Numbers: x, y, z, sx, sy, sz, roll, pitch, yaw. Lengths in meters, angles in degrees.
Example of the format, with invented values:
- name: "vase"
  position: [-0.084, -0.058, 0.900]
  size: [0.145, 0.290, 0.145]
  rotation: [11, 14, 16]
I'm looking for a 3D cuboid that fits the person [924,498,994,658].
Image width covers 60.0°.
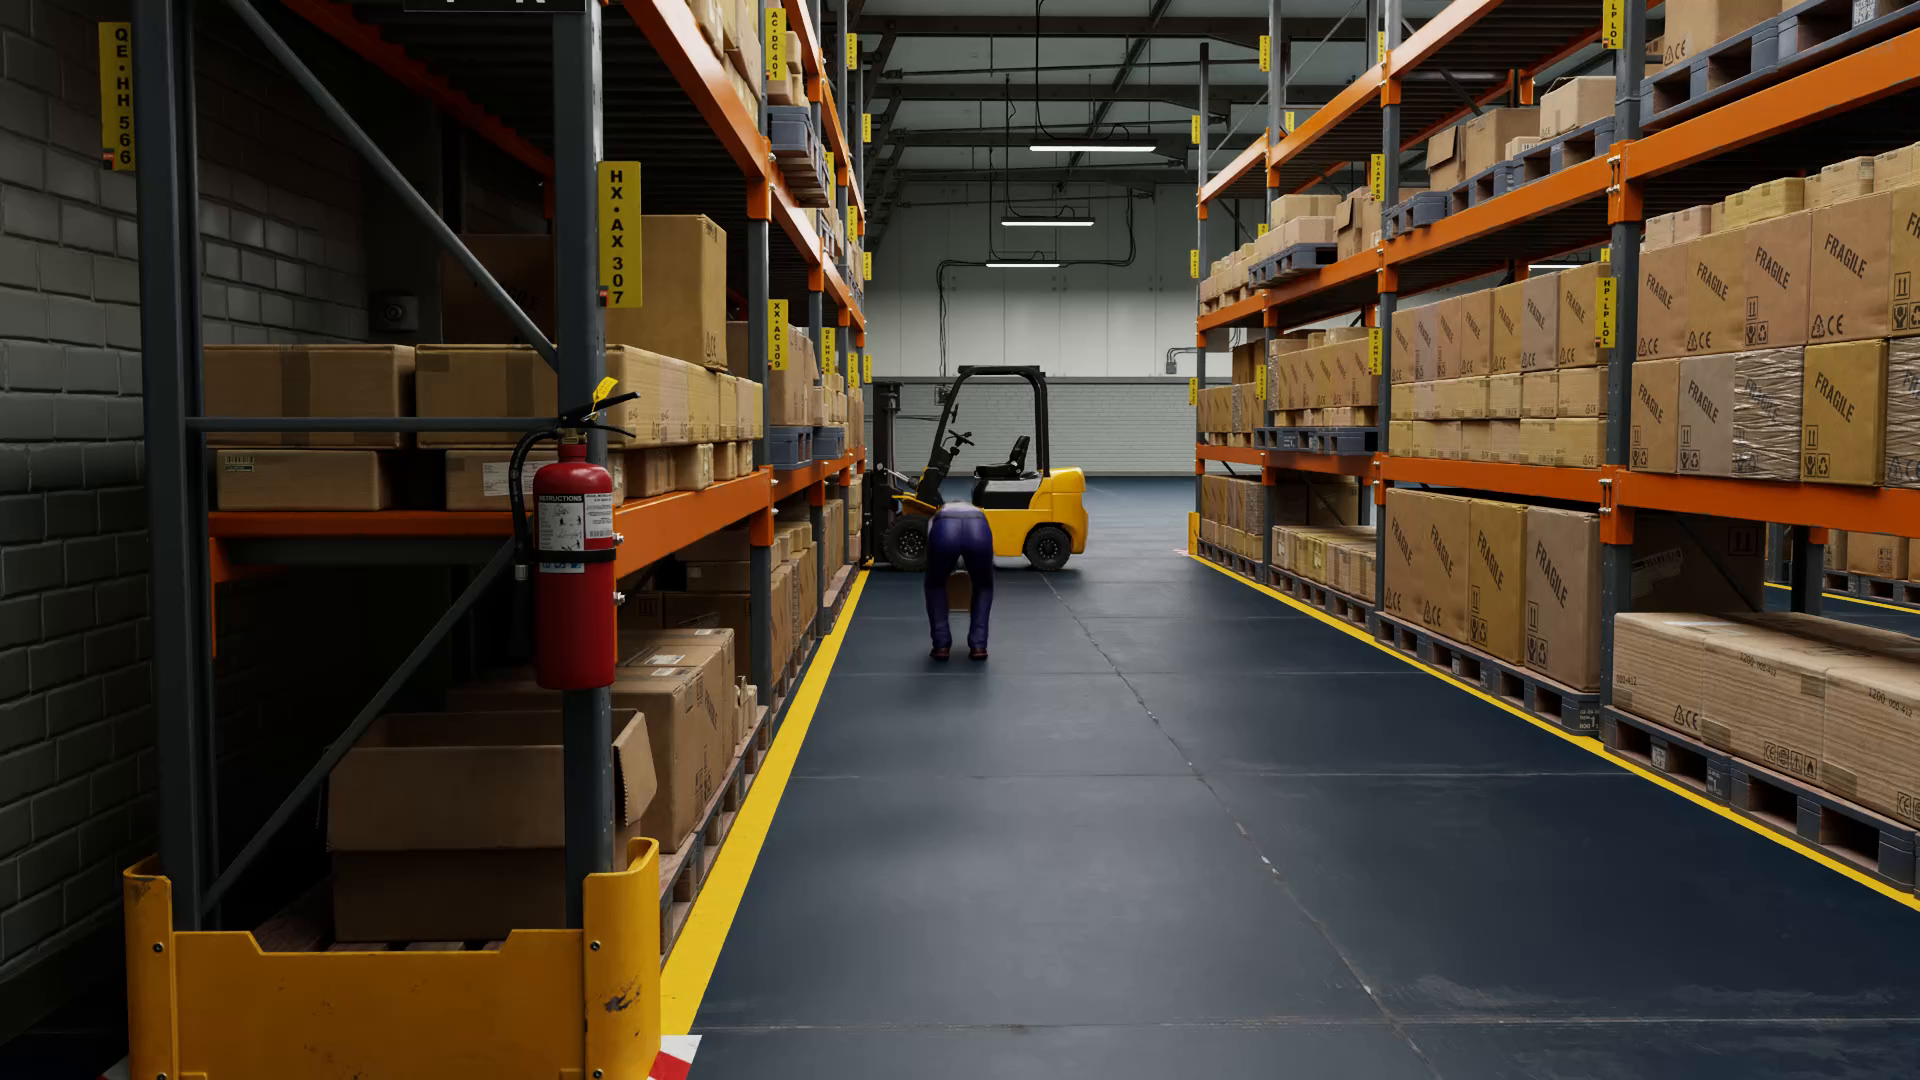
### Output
- name: "person"
  position: [-0.013, 0.256, 11.009]
  size: [0.460, 1.020, 0.907]
  rotation: [0, 4, -3]
